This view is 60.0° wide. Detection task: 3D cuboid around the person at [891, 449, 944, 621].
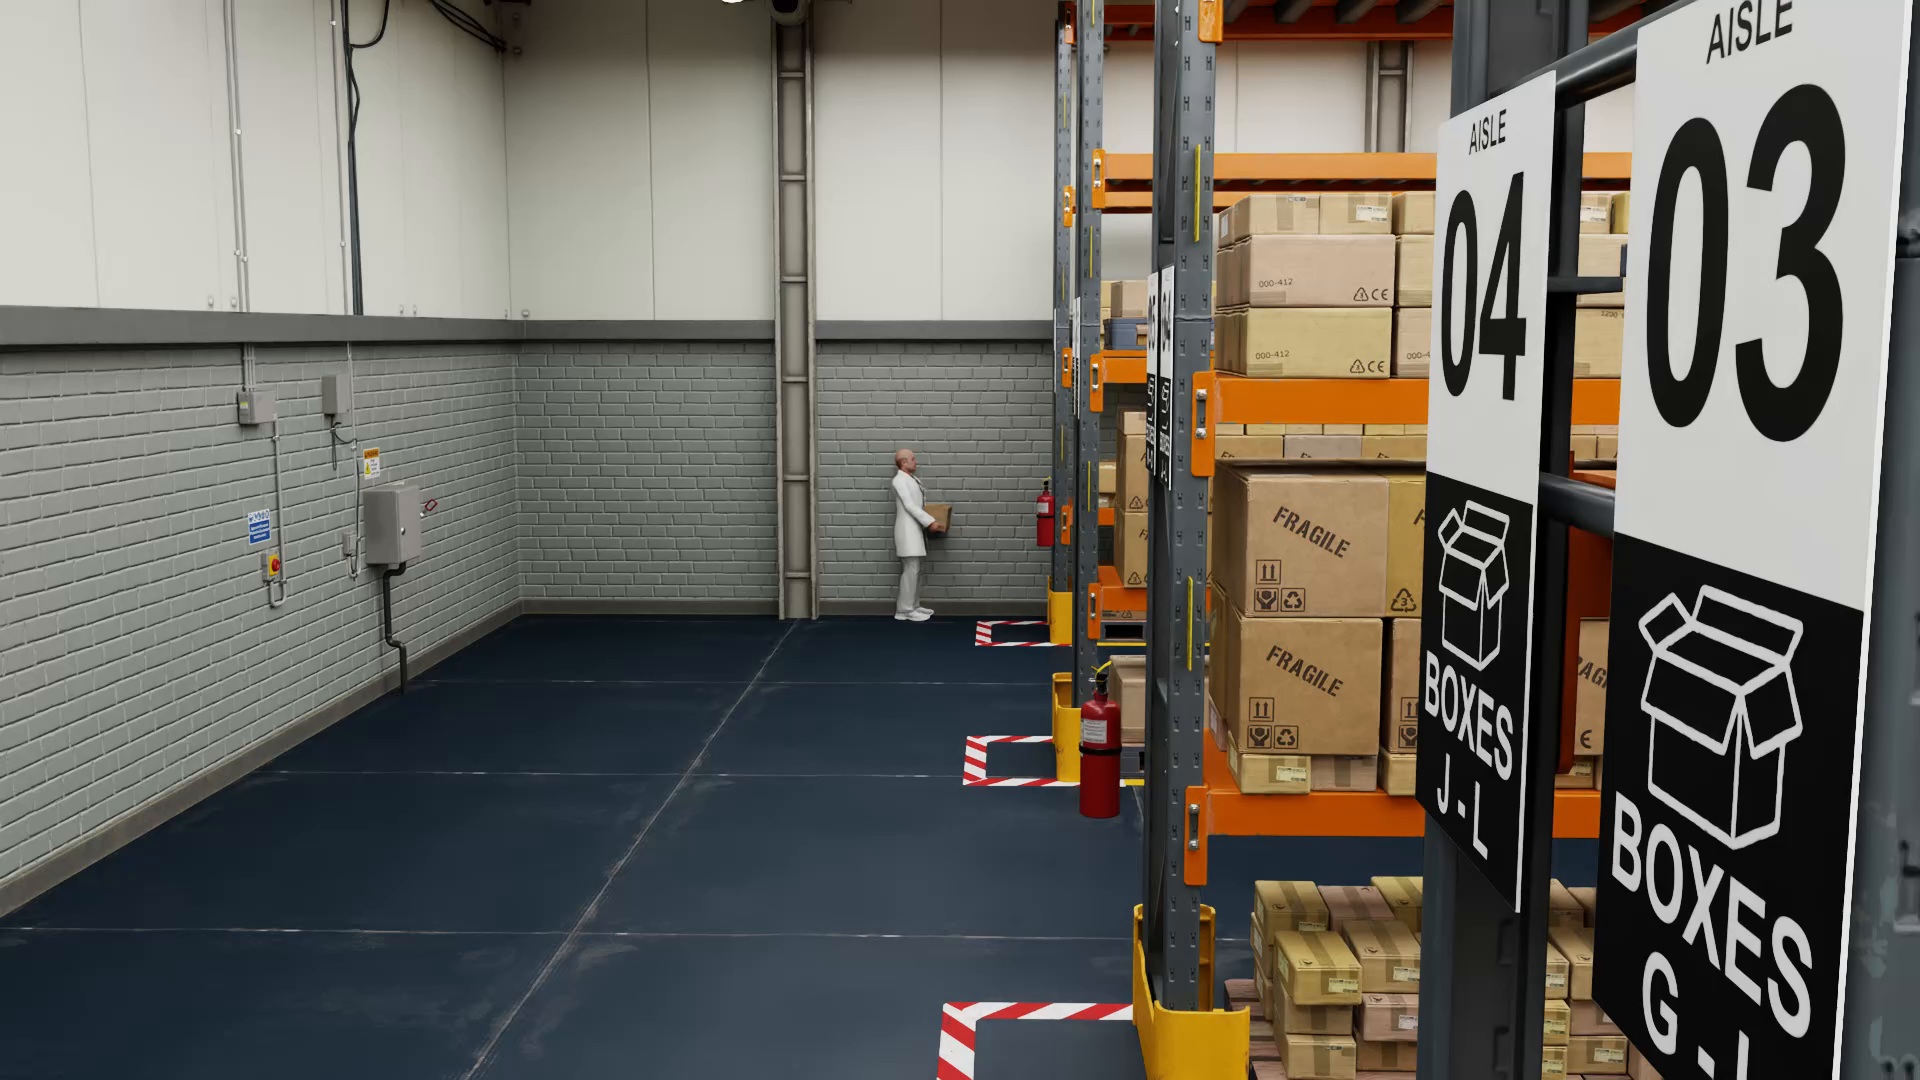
[{"bbox_3d":[-0.413,-0.059,17.326,0.557,1.772,0.530,1,7,9],"label":"person"}]
